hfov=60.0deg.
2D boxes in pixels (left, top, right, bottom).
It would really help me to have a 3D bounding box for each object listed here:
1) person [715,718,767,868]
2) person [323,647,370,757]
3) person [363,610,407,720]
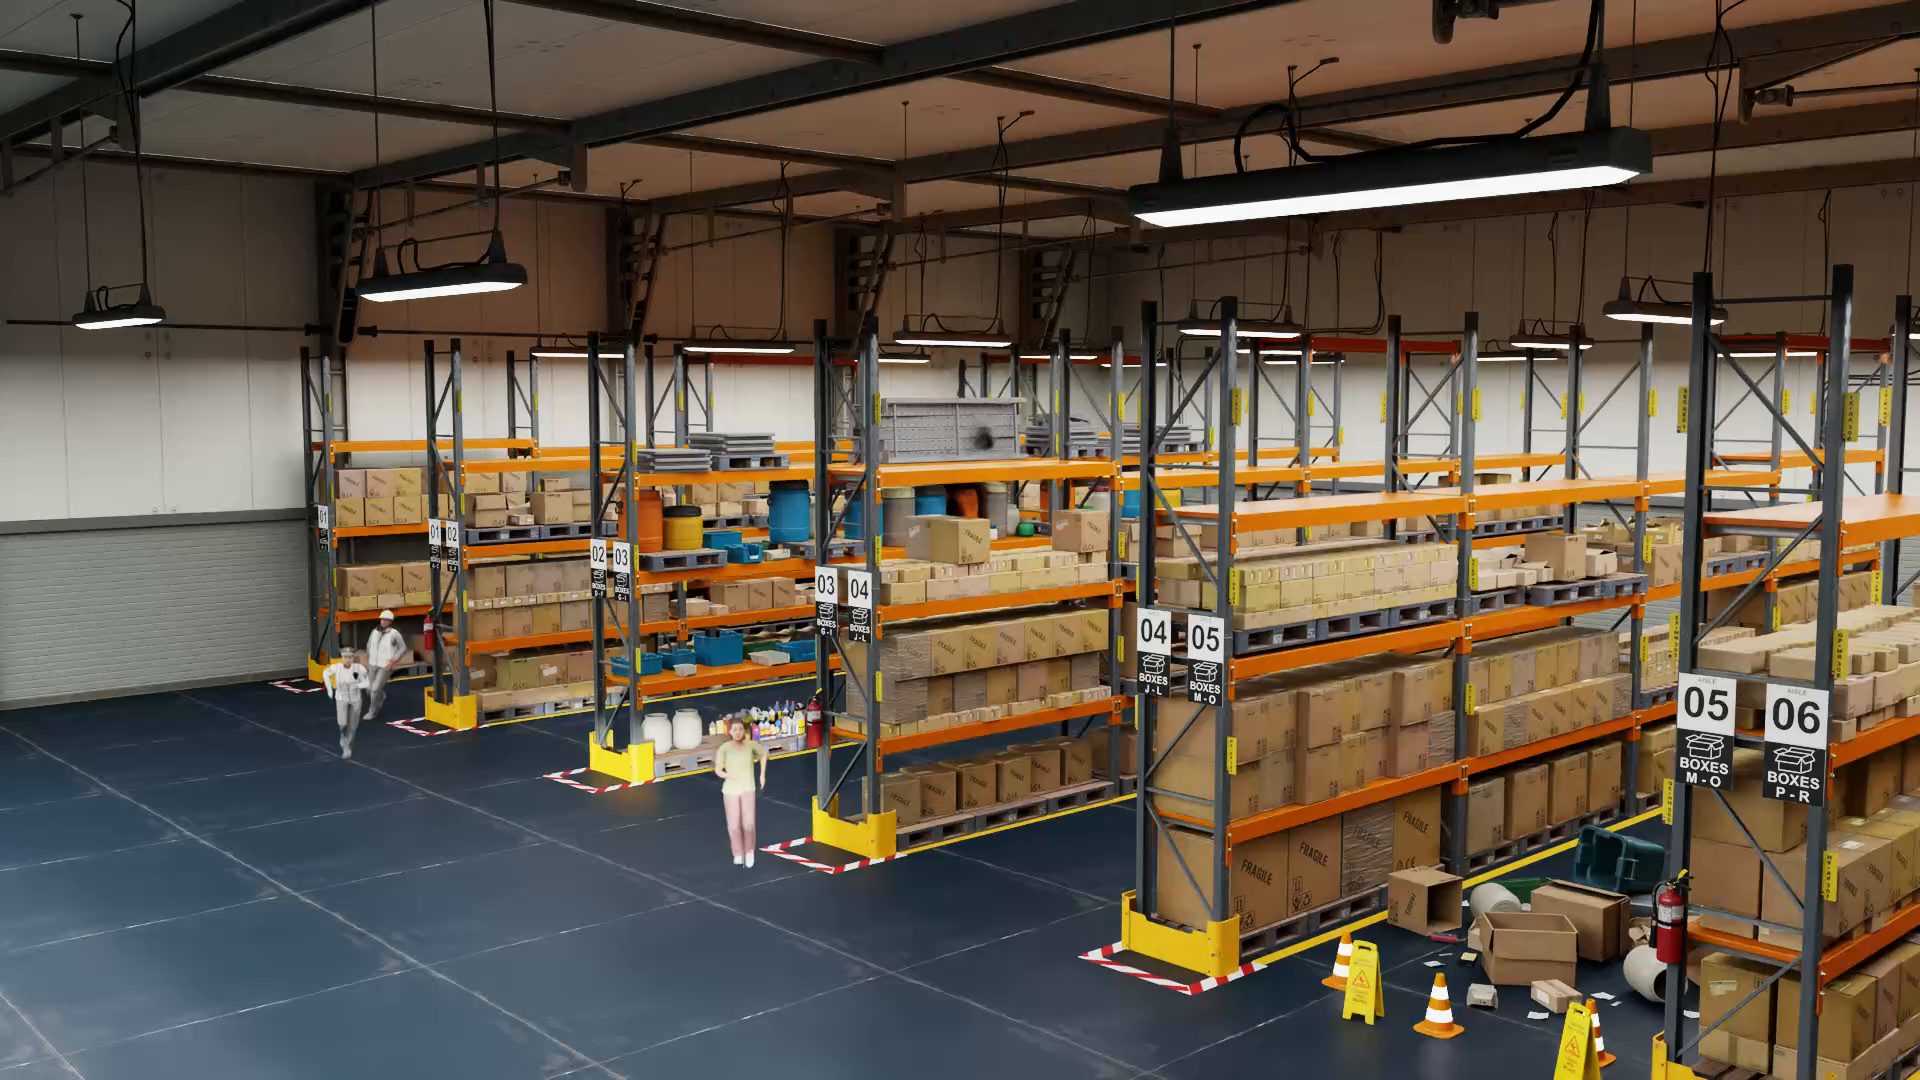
[{"bbox_3d":[-2.375,2.751,18.046,0.558,1.654,0.673,-1,5,-7],"label":"person"},{"bbox_3d":[-8.666,2.295,23.521,0.601,1.610,0.724,-2,5,-23],"label":"person"},{"bbox_3d":[-9.159,1.978,26.524,0.708,1.735,0.637,1,5,11],"label":"person"}]
